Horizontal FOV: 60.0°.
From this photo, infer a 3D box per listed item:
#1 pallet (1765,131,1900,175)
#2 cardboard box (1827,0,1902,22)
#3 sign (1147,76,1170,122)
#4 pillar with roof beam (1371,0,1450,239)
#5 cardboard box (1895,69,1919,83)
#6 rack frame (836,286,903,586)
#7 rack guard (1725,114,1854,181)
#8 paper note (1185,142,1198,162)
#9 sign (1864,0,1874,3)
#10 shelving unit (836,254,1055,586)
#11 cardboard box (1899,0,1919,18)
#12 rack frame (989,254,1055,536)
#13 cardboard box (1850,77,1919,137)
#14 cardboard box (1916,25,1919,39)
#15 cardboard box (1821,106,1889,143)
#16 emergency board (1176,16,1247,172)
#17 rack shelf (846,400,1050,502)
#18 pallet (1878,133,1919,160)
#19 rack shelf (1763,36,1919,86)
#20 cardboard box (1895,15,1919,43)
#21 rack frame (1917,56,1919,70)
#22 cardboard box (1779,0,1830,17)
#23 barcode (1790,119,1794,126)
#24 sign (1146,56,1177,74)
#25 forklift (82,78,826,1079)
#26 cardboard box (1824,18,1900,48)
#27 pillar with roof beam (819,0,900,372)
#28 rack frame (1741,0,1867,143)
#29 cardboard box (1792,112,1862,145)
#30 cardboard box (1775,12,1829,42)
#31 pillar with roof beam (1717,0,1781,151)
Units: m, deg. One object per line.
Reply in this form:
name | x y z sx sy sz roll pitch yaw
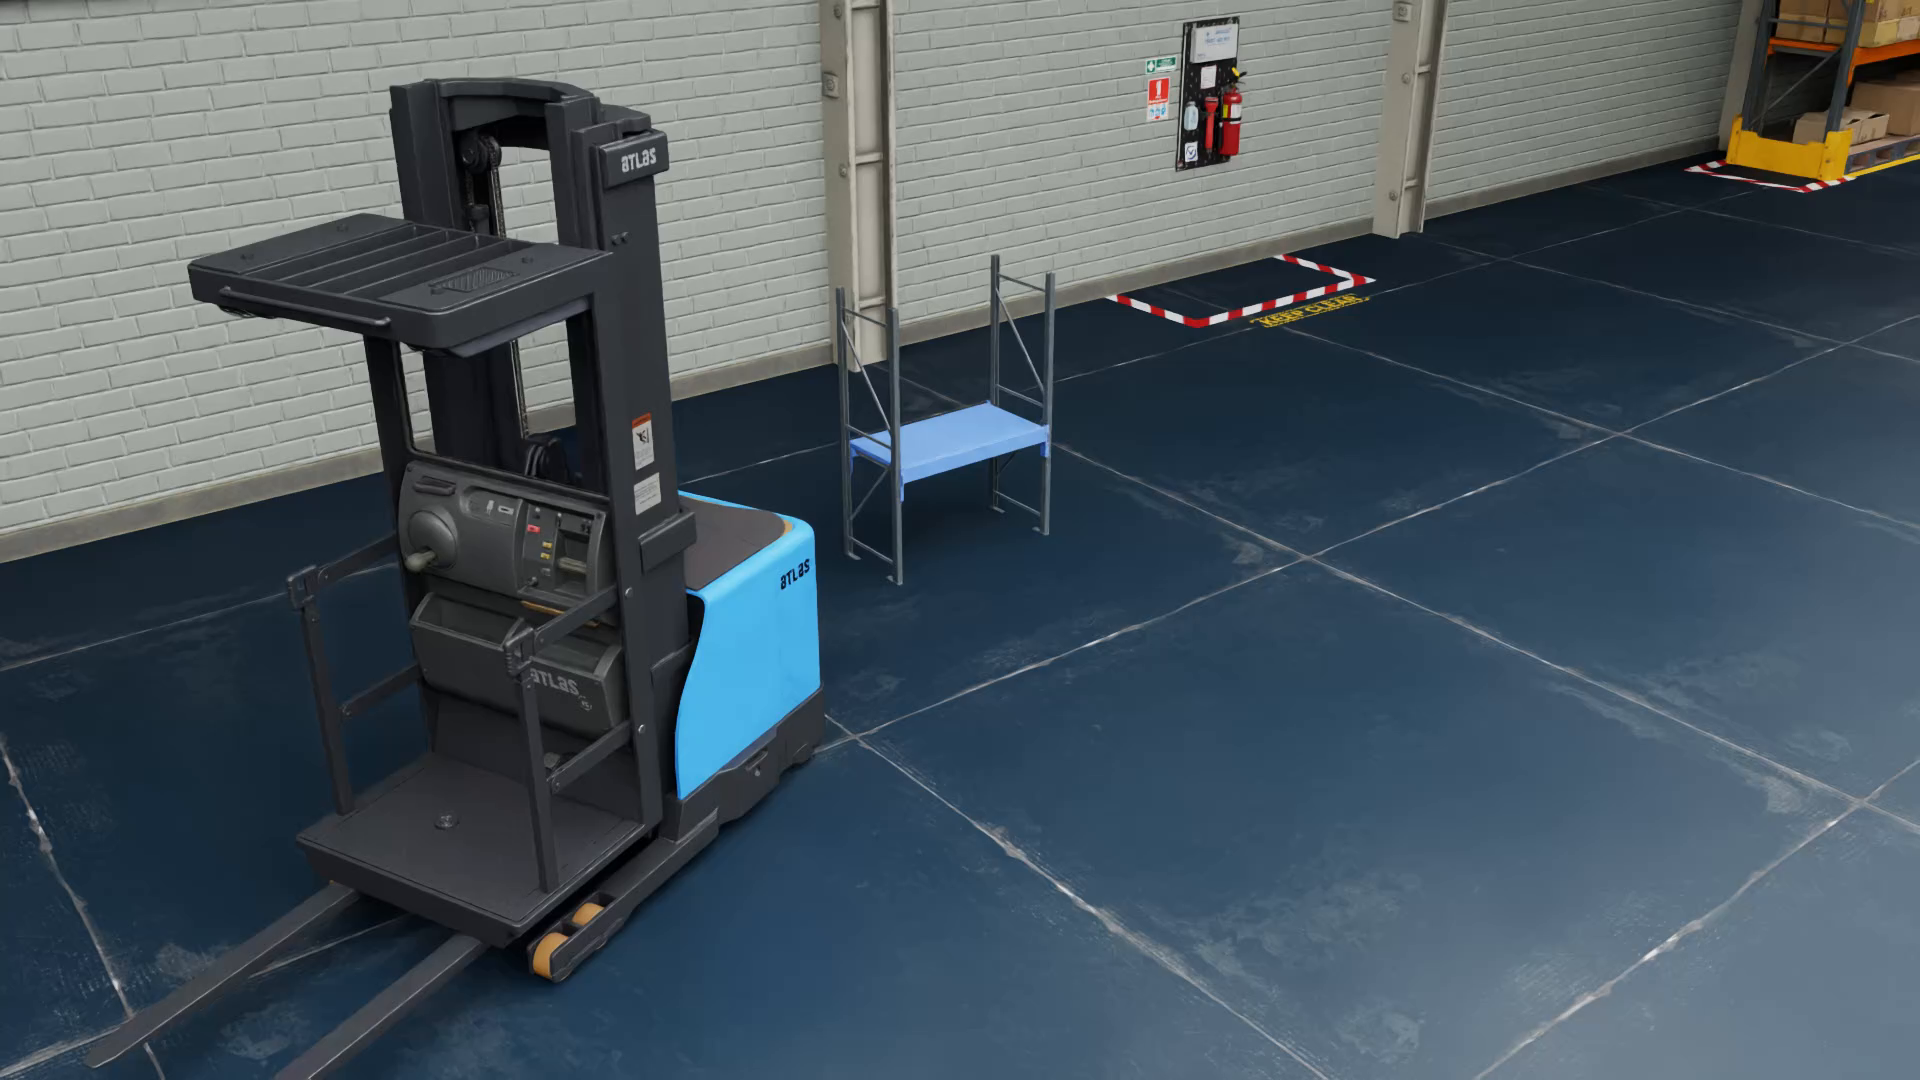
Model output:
pallet | 9.462 -4.256 18.170 1.213 0.211 1.003 -18 31 -34
cardboard box | 9.302 -5.608 17.034 0.500 0.500 0.500 -18 31 -34
sign | 1.570 -3.489 13.163 0.234 0.329 0.001 -18 31 -34
pillar with roof beam | 6.693 -5.507 10.427 0.400 9.000 9.100 -18 31 -34
cardboard box | 11.097 -5.124 19.174 0.500 0.500 0.500 -21 32 -38
rack frame | -0.467 -0.526 8.602 0.032 1.500 0.500 -18 31 -34
rack guard | 8.801 -4.188 17.680 0.348 0.500 1.175 -18 31 -34
paper note | 1.886 -3.160 13.542 0.142 0.148 0.016 -18 31 -34
sign | 9.076 -5.515 16.542 0.005 0.325 0.100 -18 31 -34
shelving unit | -0.067 -0.658 8.887 1.048 1.500 0.538 -18 31 -34
cardboard box | 9.697 -5.733 17.303 0.500 0.500 0.500 -18 30 -34
rack frame | 0.333 -0.790 9.171 0.032 1.500 0.500 -18 31 -34
cardboard box | 10.398 -4.840 18.562 0.500 0.500 0.700 -21 32 -37
cardboard box | 10.125 -5.535 17.767 0.500 0.250 0.500 -19 31 -35
cardboard box | 9.790 -4.580 18.227 0.500 0.311 0.500 -15 29 -30
emergency board | 2.068 -3.583 13.406 0.643 1.169 0.194 -18 31 -34
rack shelf | -0.067 -0.495 8.962 1.000 0.185 0.538 -18 31 -34
pallet | 10.421 -4.572 18.850 1.213 0.211 1.003 -18 31 -34
rack shelf | 10.315 -5.495 18.382 4.000 0.370 1.077 -18 31 -34
cardboard box | 9.721 -5.404 17.486 0.500 0.250 0.500 -19 31 -36
rack frame | 11.889 -6.341 19.350 0.127 3.000 1.000 -18 31 -34
cardboard box | 8.981 -5.776 17.396 0.500 0.500 0.500 -19 31 -35
barcode | 9.108 -4.573 18.202 0.075 0.075 0.001 -18 31 -34
sign | 1.579 -3.728 13.048 0.331 0.109 0.001 -18 31 -34
forklift | -1.733 0.014 5.739 1.130 2.935 3.031 13 28 26
cardboard box | 9.321 -5.265 17.185 0.500 0.250 0.500 -19 31 -35
pillar with roof beam | 1.971 -3.948 7.068 0.400 9.000 9.100 -18 31 -34
rack frame | 8.741 -5.302 17.111 0.127 3.000 1.000 -18 31 -34
cardboard box | 9.341 -4.432 17.908 0.500 0.311 0.500 -23 33 -40
cardboard box | 8.989 -5.429 17.539 0.500 0.250 0.500 -18 30 -33
pillar with roof beam | 11.414 -7.066 13.785 0.400 9.000 9.100 -18 31 -34
